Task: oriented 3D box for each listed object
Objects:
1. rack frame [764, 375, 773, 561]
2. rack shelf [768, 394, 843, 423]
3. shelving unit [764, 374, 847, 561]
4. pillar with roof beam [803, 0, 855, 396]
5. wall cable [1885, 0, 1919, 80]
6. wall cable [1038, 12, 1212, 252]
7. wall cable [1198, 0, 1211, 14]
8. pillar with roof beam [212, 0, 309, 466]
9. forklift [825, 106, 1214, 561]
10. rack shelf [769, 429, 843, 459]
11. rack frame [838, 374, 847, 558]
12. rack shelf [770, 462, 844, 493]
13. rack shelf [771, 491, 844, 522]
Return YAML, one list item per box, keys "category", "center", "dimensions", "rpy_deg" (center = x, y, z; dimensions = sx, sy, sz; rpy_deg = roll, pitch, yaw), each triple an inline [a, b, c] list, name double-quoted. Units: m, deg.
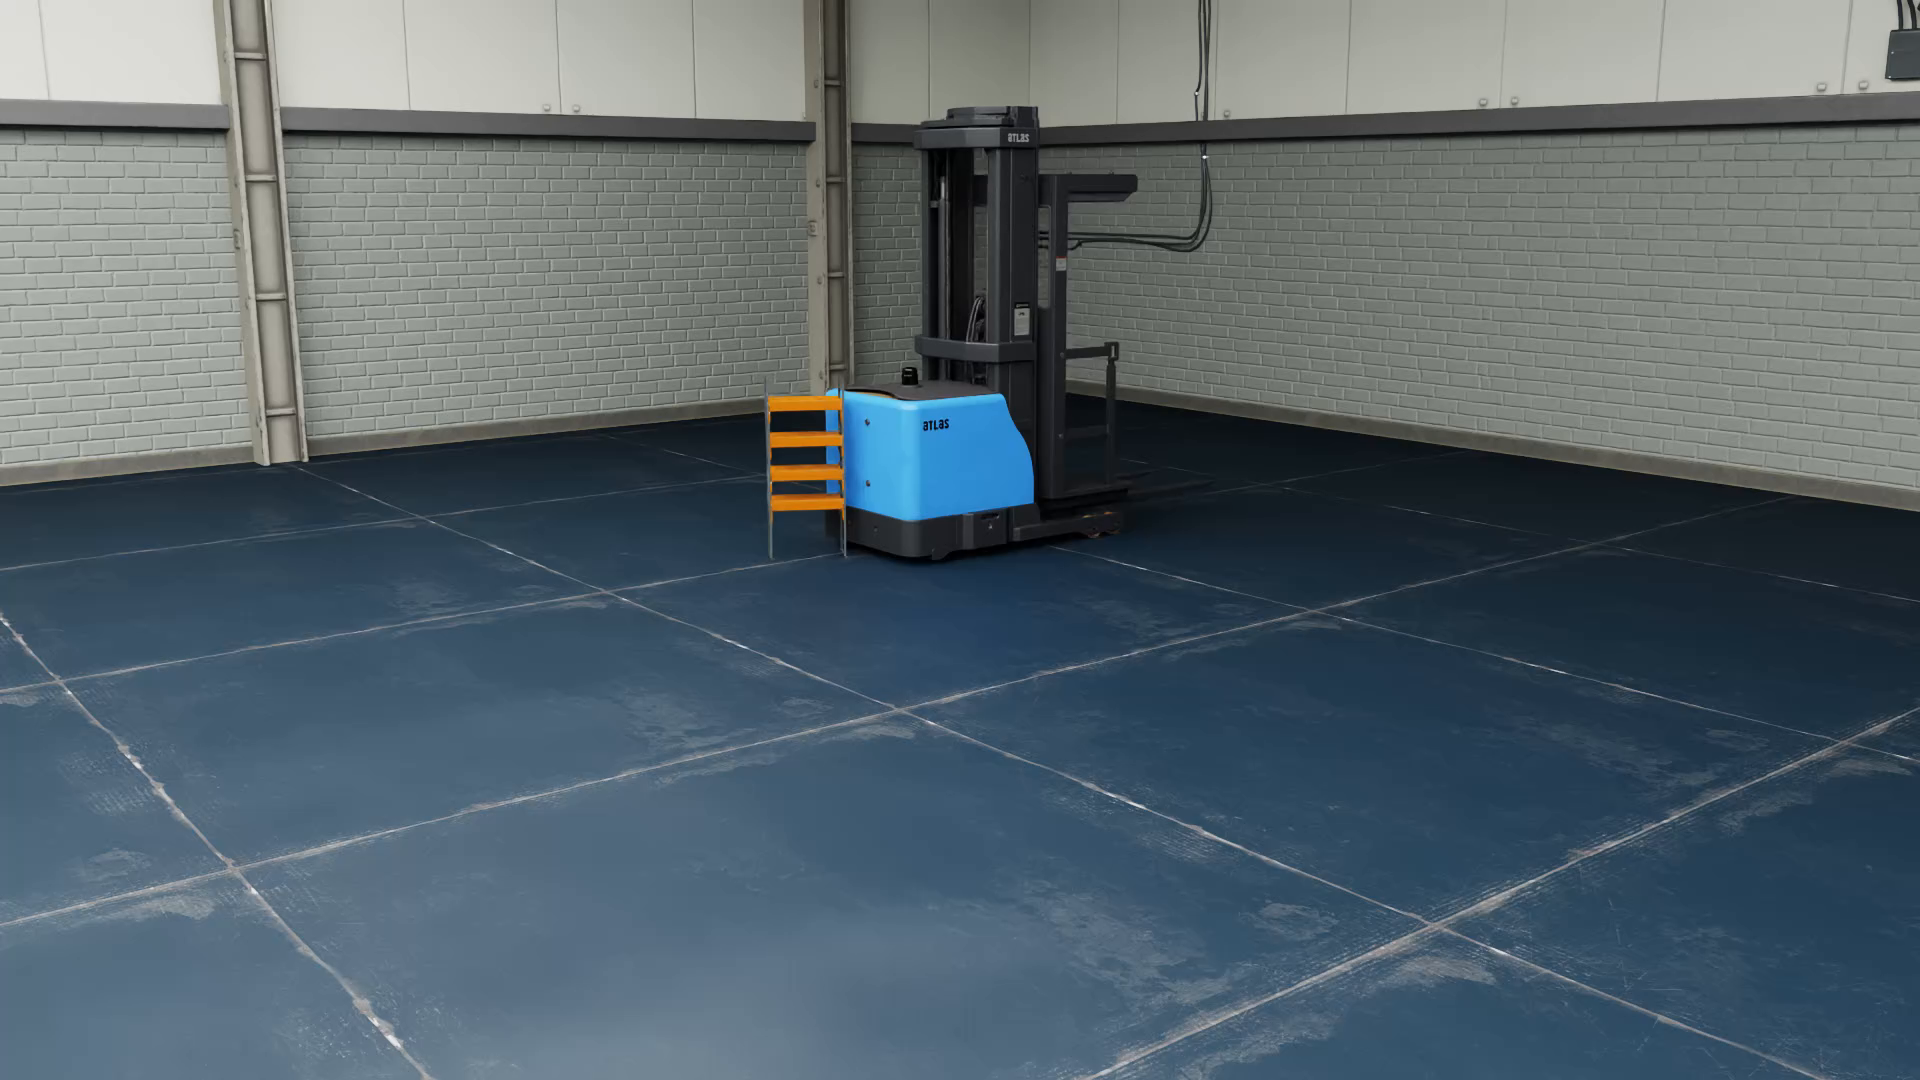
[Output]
- category: "rack frame"
  center: [-1.264, -0.473, 10.968]
  dimensions: [0.015, 1.200, 0.240]
  rpy_deg: [-2, 12, -10]
- category: "rack shelf"
  center: [-1.023, -0.866, 10.928]
  dimensions: [0.480, 0.148, 0.258]
  rpy_deg: [-2, 12, -10]
- category: "shelving unit"
  center: [-1.023, -0.482, 11.009]
  dimensions: [0.503, 1.200, 0.258]
  rpy_deg: [-2, 12, -10]
- category: "pillar with roof beam"
  center: [1.265, -5.191, 14.413]
  dimensions: [0.400, 9.000, 9.100]
  rpy_deg: [-9, 15, -38]
- category: "wall cable"
  center: [7.621, -6.179, 10.877]
  dimensions: [0.169, 6.003, 2.305]
  rpy_deg: [-9, 15, -38]
- category: "wall cable"
  center: [1.702, -4.539, 18.814]
  dimensions: [0.112, 2.526, 3.097]
  rpy_deg: [-9, 15, -38]
- category: "wall cable"
  center: [3.392, -6.570, 16.223]
  dimensions: [0.112, 2.526, 3.097]
  rpy_deg: [-9, 15, -38]
- category: "pillar with roof beam"
  center: [-3.420, -4.413, 10.746]
  dimensions: [0.400, 9.000, 9.100]
  rpy_deg: [-9, 15, -38]
- category: "forklift"
  center: [0.541, -1.522, 11.740]
  dimensions: [3.031, 2.935, 1.130]
  rpy_deg: [-9, 15, -37]
- category: "rack shelf"
  center: [-1.023, -0.635, 10.977]
  dimensions: [0.480, 0.148, 0.258]
  rpy_deg: [-2, 12, -10]
- category: "rack frame"
  center: [-0.783, -0.490, 11.050]
  dimensions: [0.015, 1.200, 0.240]
  rpy_deg: [-2, 12, -10]
- category: "rack shelf"
  center: [-1.023, -0.416, 11.023]
  dimensions: [0.480, 0.148, 0.258]
  rpy_deg: [-2, 12, -10]
- category: "rack shelf"
  center: [-1.023, -0.222, 11.064]
  dimensions: [0.480, 0.148, 0.258]
  rpy_deg: [-2, 12, -10]
